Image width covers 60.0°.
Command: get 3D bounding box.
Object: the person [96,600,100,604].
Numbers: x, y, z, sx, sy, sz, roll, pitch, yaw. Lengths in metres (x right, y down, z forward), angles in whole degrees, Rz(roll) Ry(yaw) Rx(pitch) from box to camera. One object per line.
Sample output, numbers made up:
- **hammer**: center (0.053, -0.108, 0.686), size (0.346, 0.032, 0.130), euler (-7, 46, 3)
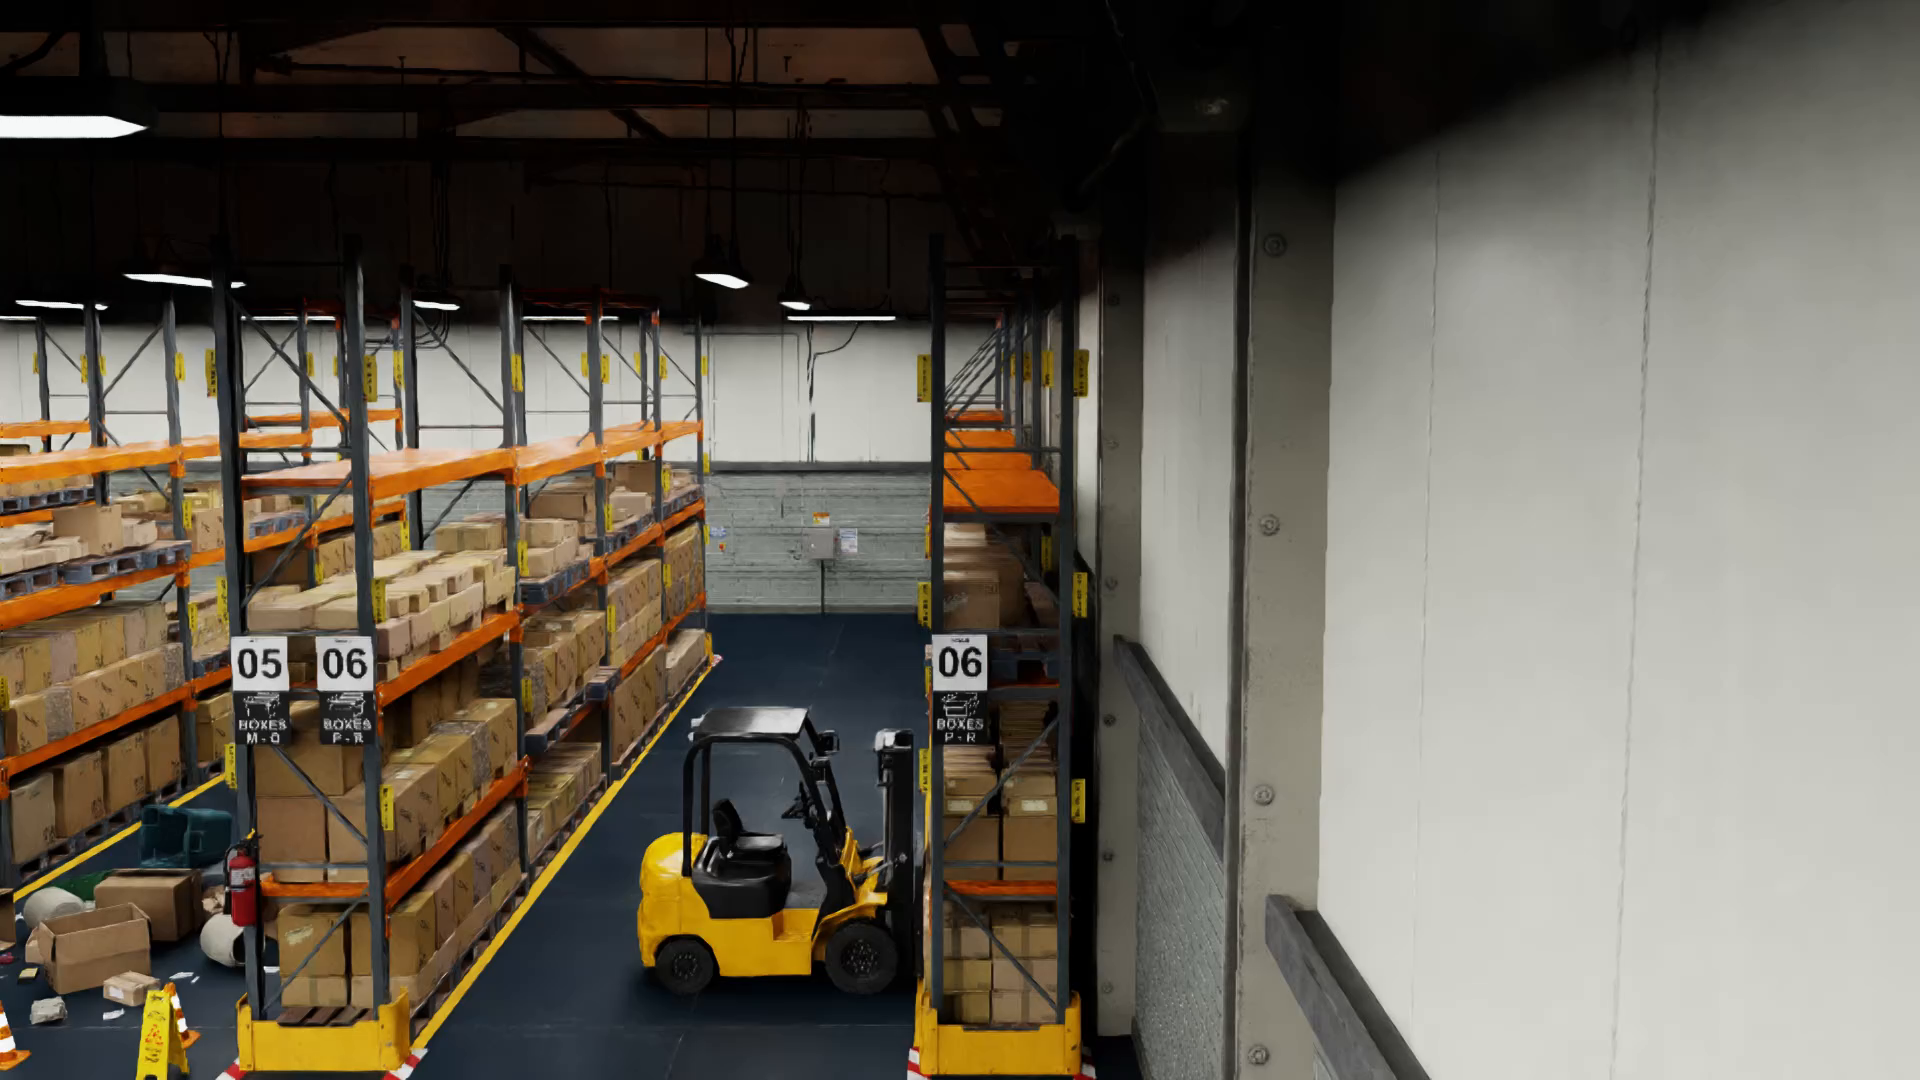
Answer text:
- **person**: center (-12.176, 1.683, 23.740), size (0.553, 1.709, 1.123), euler (0, 6, 1)
